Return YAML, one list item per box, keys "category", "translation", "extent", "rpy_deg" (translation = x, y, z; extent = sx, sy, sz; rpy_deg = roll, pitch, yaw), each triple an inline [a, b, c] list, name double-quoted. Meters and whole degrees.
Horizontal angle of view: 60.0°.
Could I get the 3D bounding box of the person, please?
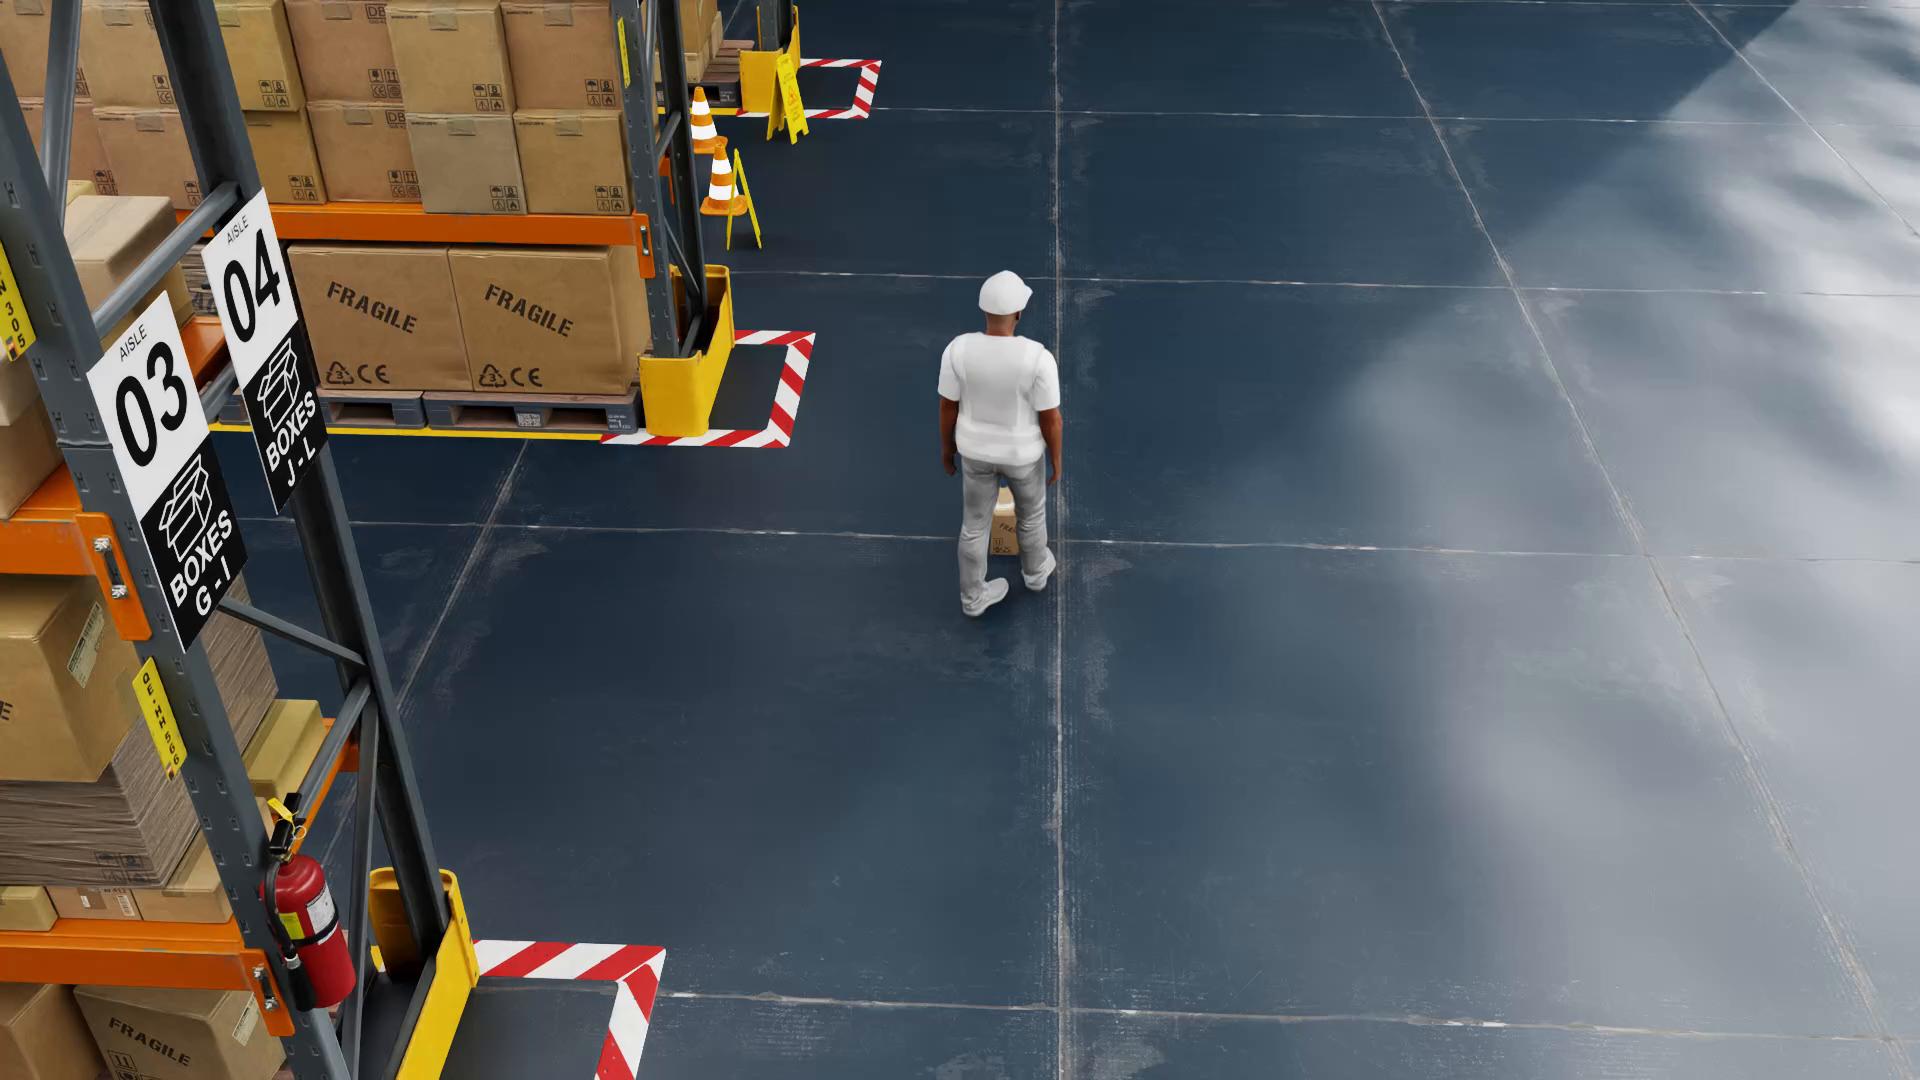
- category: "person"
  translation: [0.217, -0.485, 7.771]
  extent: [0.576, 1.761, 0.611]
  rpy_deg: [9, 36, 12]
